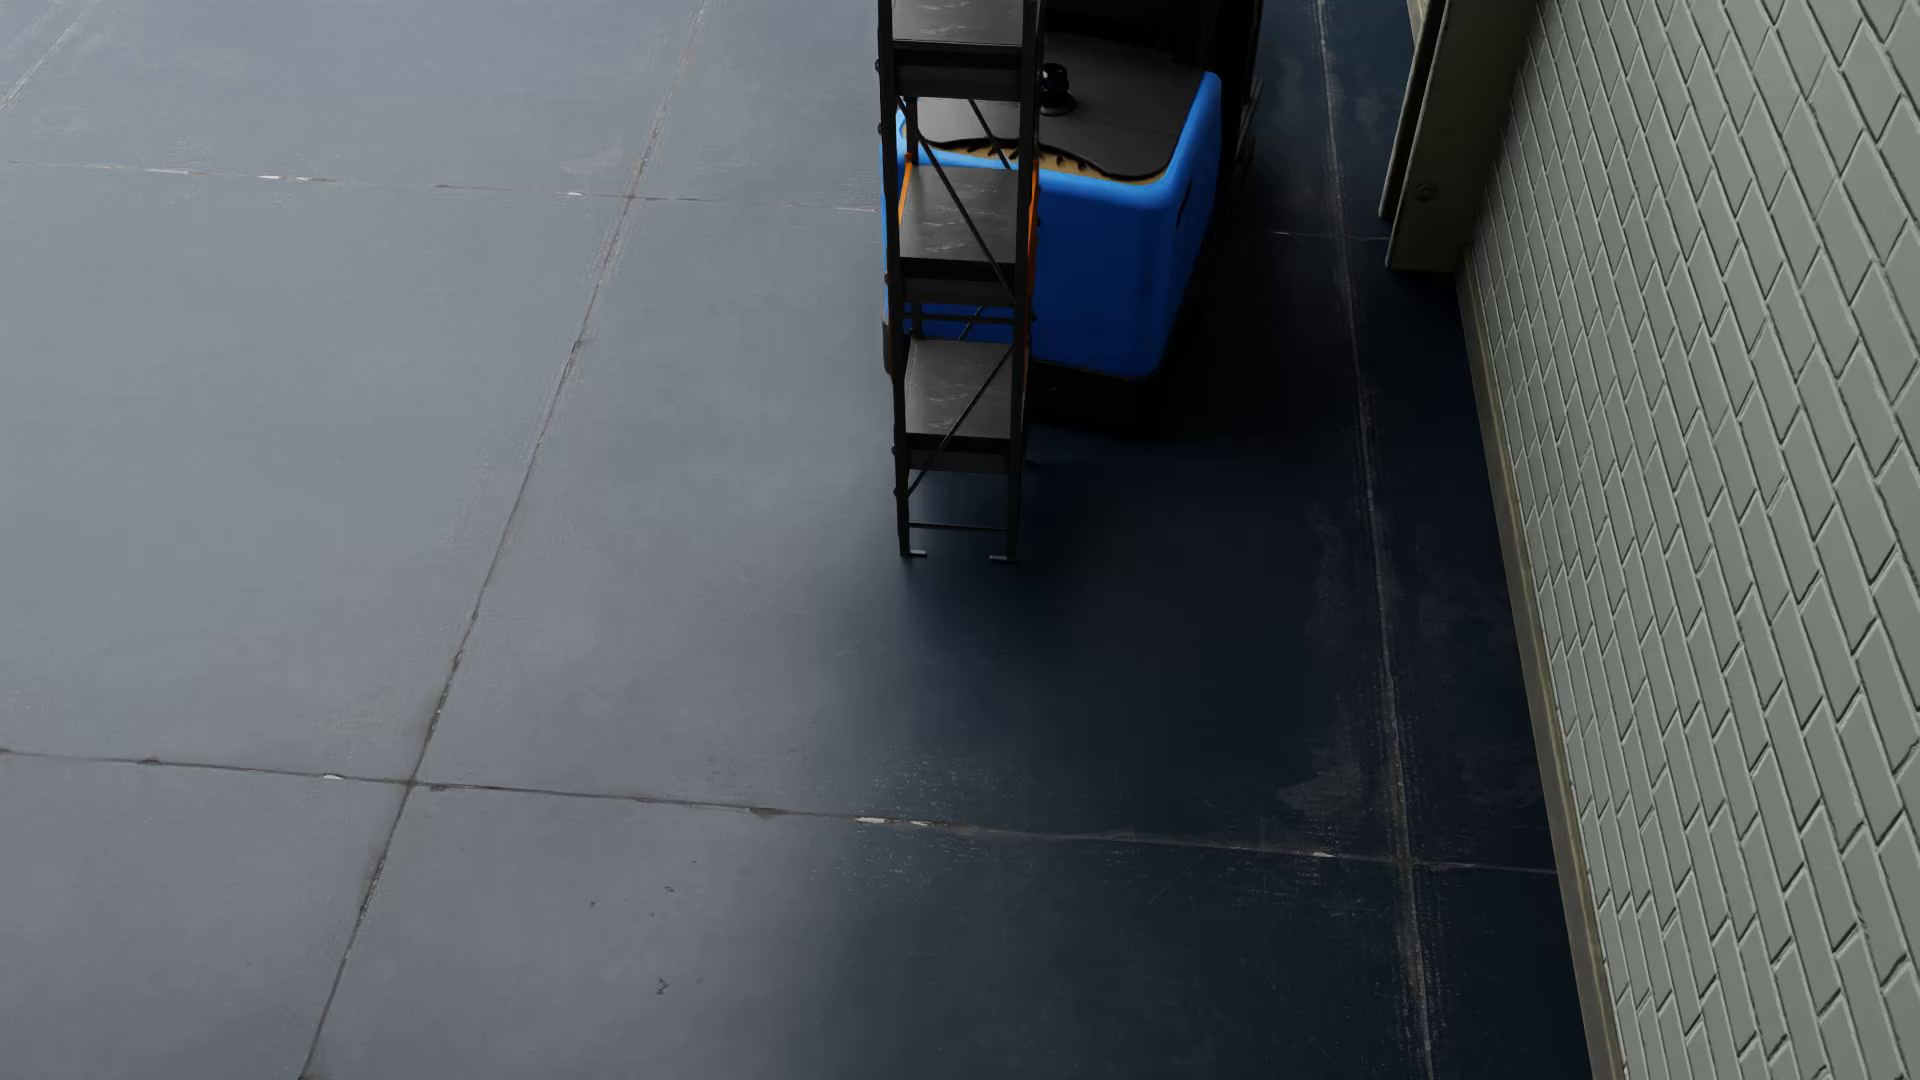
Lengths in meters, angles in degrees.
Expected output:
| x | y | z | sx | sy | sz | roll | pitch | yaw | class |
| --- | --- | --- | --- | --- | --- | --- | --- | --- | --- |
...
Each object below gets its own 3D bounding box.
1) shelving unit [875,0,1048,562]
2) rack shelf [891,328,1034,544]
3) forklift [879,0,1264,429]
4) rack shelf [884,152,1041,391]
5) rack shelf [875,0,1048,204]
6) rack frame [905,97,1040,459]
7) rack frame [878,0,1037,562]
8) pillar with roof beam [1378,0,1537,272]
| x | y | z | sx | sy | sz | roll | pitch | yaw | class |
| --- | --- | --- | --- | --- | --- | --- | --- | --- | --- |
| 0.015 | -0.830 | 5.086 | 0.431 | 2.100 | 0.503 | 4 | 48 | 4 | shelving unit |
| 0.015 | -0.349 | 5.613 | 0.431 | 0.518 | 0.480 | 4 | 48 | 4 | rack shelf |
| 0.637 | -2.502 | 6.052 | 1.130 | 2.935 | 3.031 | 13 | 49 | 12 | forklift |
| 0.015 | -0.821 | 5.097 | 0.431 | 0.518 | 0.480 | 4 | 48 | 4 | rack shelf |
| 0.015 | -1.294 | 4.580 | 0.431 | 0.518 | 0.480 | 4 | 48 | 4 | rack shelf |
| 0.037 | -1.010 | 5.250 | 0.400 | 2.100 | 0.015 | 4 | 48 | 4 | rack frame |
| -0.007 | -0.651 | 4.922 | 0.400 | 2.100 | 0.015 | 4 | 48 | 4 | rack frame |
| -2.383 | -4.566 | 3.828 | 9.100 | 9.000 | 0.400 | 4 | 48 | 4 | pillar with roof beam |
